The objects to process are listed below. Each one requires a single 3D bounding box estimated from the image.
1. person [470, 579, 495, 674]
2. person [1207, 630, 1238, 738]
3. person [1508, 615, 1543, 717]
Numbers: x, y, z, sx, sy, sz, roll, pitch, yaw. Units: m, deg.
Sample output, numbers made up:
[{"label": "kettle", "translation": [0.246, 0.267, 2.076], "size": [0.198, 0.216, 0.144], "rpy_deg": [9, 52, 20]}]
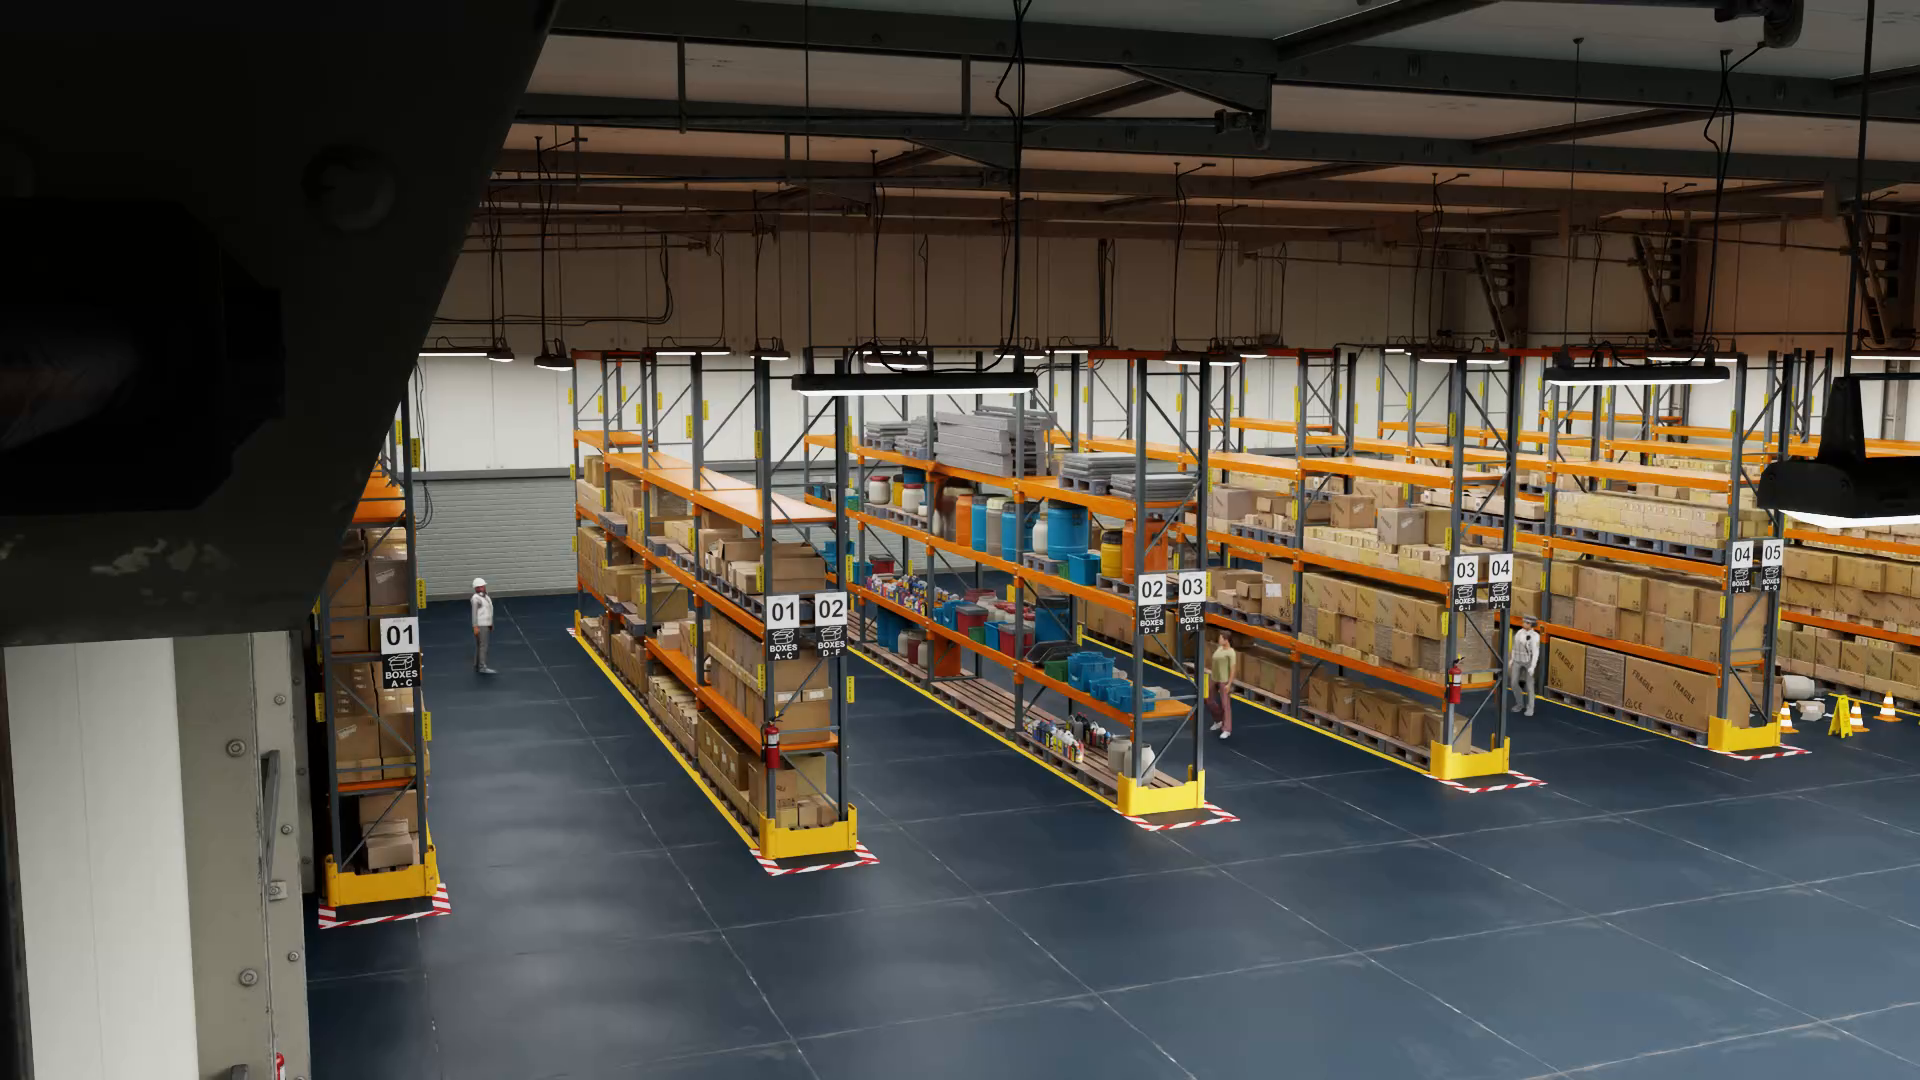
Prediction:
[{"label": "person", "translation": [-8.924, 1.597, 31.086], "size": [0.423, 1.776, 0.561], "rpy_deg": [-1, 7, -4]}, {"label": "person", "translation": [4.133, 2.263, 26.229], "size": [0.433, 1.707, 0.572], "rpy_deg": [-7, 10, -43]}, {"label": "person", "translation": [9.431, 2.072, 27.697], "size": [0.568, 1.679, 0.437], "rpy_deg": [6, 9, 40]}]
